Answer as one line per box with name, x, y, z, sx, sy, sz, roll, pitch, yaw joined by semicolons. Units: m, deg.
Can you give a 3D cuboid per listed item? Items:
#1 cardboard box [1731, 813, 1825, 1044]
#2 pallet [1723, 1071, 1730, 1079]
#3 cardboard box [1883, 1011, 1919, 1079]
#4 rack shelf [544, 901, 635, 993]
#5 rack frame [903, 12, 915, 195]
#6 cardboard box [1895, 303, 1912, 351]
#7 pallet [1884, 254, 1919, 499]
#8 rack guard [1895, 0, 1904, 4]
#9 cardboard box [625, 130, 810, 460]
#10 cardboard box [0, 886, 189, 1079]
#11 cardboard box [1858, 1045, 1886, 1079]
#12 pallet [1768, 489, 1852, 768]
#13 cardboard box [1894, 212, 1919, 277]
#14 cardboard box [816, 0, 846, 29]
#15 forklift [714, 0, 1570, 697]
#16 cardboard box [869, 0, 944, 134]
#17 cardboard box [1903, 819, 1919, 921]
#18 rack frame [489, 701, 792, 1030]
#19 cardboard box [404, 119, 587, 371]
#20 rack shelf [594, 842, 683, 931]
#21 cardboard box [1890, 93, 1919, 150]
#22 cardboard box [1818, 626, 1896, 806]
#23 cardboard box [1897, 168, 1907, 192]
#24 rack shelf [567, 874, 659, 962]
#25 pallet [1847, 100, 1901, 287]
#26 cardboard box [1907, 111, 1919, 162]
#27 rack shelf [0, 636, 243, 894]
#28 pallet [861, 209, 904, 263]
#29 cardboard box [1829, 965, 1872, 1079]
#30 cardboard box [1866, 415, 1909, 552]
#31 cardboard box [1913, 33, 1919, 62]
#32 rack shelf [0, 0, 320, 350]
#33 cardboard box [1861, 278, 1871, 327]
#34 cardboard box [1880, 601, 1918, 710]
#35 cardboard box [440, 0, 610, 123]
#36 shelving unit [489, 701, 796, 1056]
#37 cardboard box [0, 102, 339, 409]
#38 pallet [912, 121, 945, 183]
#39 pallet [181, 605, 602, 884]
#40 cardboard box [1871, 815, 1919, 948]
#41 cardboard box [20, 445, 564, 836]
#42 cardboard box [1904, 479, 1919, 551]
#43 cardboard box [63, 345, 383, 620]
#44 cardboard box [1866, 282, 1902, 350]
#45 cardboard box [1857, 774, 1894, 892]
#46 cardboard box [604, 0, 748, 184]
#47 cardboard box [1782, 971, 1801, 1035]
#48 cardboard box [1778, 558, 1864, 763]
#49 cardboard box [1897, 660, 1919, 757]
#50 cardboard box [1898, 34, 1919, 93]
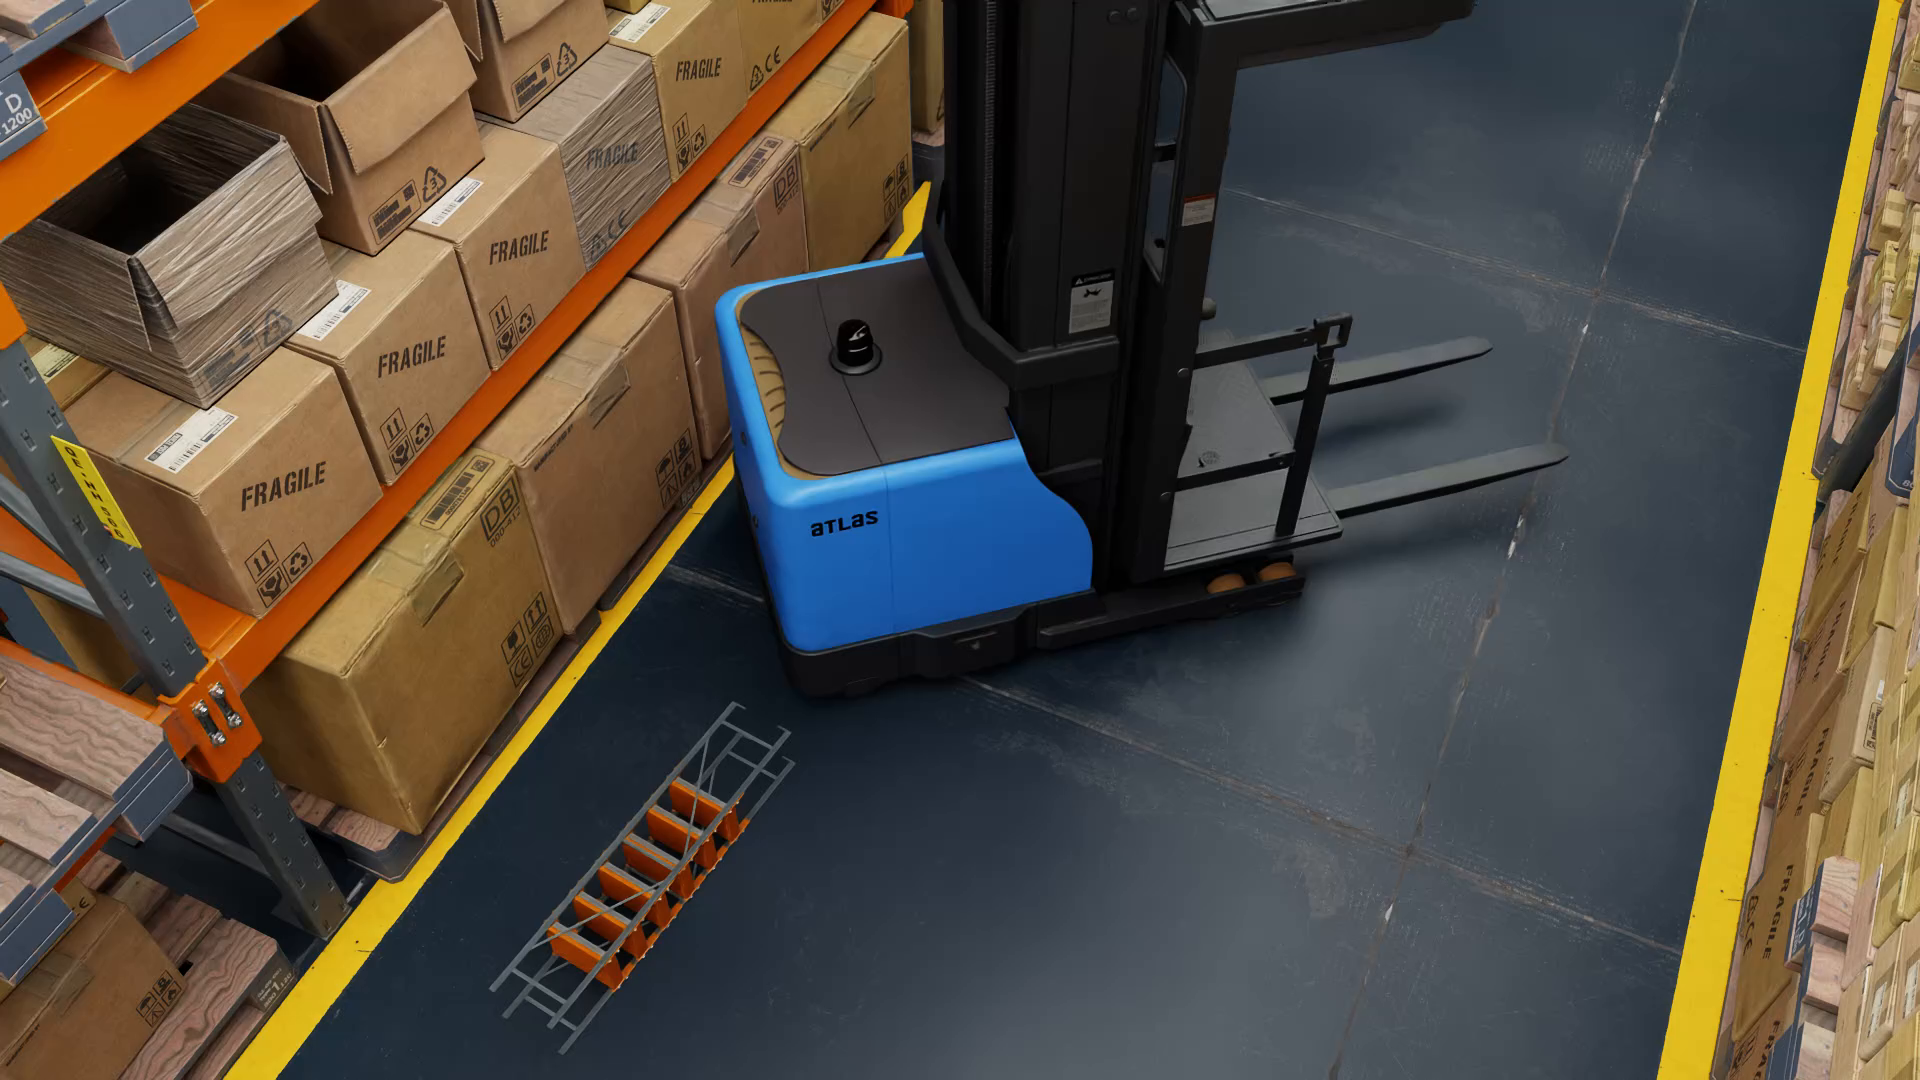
cardboard box;2.528;1.171;4.650;0.500;0.500;0.500;18;52;14
pallet;2.382;2.127;4.302;1.003;0.211;1.213;20;52;16
cardboard box;1.841;1.027;2.906;0.380;0.149;0.250;18;52;15
rack shelf;-1.132;1.240;5.068;0.258;0.180;0.103;25;54;20
rack frame;-0.686;-2.677;6.558;1.000;3.000;0.127;20;52;16
cardboard box;3.672;-0.728;6.106;0.380;0.149;0.250;21;53;17
pallet;3.297;-0.453;4.792;1.003;0.211;1.213;20;52;16
rack guard;5.432;-2.886;8.377;1.175;0.500;0.348;20;52;16
cardboard box;-1.322;-1.062;6.303;1.225;0.875;0.875;18;52;15
cardboard box;-2.663;1.213;4.601;0.700;0.500;0.500;17;52;14
cardboard box;1.846;1.121;3.020;0.380;0.149;0.250;21;53;17
pallet;3.424;0.447;5.731;1.003;0.211;1.213;20;52;16
cardboard box;3.845;-1.091;6.414;0.380;0.149;0.250;19;52;16
cardboard box;-0.639;-2.299;6.171;0.500;0.500;0.500;20;52;16
forklift;0.741;-1.049;5.218;3.031;2.935;1.130;-12;51;-10
cardboard box;-0.332;-2.553;7.572;0.875;0.875;0.875;20;52;16
cardboard box;2.062;0.674;3.206;0.380;0.149;0.250;21;53;17
rack frame;-0.968;0.976;5.173;0.240;0.006;1.200;25;54;20
cardboard box;-1.507;-0.911;4.990;0.500;0.500;0.500;19;52;15
rack shelf;-1.007;1.084;5.200;0.258;0.180;0.103;25;54;20
cardboard box;4.397;-1.833;7.437;0.380;0.149;0.250;17;52;14
cardboard box;2.754;0.577;4.662;0.500;0.250;0.500;22;53;17
cardboard box;4.229;-1.457;7.117;0.380;0.149;0.250;21;53;17
rack shelf;-1.070;1.162;5.134;0.258;0.180;0.103;25;54;20
pallet;4.530;-1.407;7.309;1.003;0.211;1.213;20;52;16
cardboard box;4.163;-1.650;6.890;0.380;0.149;0.250;18;52;15
rack shelf;-3.249;1.688;3.317;1.077;0.370;4.000;20;52;16
pallet;-0.948;-1.218;7.147;1.003;0.211;1.213;20;52;16
cardboard box;1.949;1.046;3.279;0.380;0.149;0.250;20;52;16
cardboard box;3.201;-0.140;5.273;0.500;0.250;0.500;18;52;15
cardboard box;4.608;-2.271;7.613;0.380;0.149;0.250;21;53;17
rack shelf;-1.541;-2.039;4.518;1.077;0.370;4.000;20;52;16
cardboard box;3.856;-0.942;6.678;0.380;0.149;0.250;18;52;15
cardboard box;2.394;0.335;3.884;0.380;0.149;0.250;21;53;17
cardboard box;-1.507;-1.690;4.994;0.797;0.503;0.637;21;53;17
shelving unit;-0.968;1.035;5.242;0.258;0.189;1.200;25;54;20
cardboard box;-2.068;-0.778;4.219;0.797;0.503;0.637;21;53;17
pallet;-0.290;-2.272;8.044;1.003;0.211;1.213;20;52;16
pallet;-1.990;0.463;5.718;1.003;0.211;1.213;20;52;16
cardboard box;2.068;0.755;3.332;0.380;0.149;0.250;21;53;17
cardboard box;-2.081;0.161;5.263;1.225;0.875;0.875;18;52;14
cardboard box;2.618;-0.026;4.192;0.380;0.149;0.250;19;52;15
cardboard box;-1.941;-0.201;4.386;0.500;0.500;0.500;21;53;17
cardboard box;3.707;-0.813;6.373;0.380;0.149;0.250;18;52;14
cardboard box;2.169;0.699;3.575;0.380;0.149;0.250;19;52;16
cardboard box;-1.074;-1.598;5.575;0.500;0.500;0.500;19;52;16
cardboard box;2.307;1.284;4.061;0.500;0.250;0.500;20;53;17
cardboard box;2.975;0.468;5.248;0.500;0.500;0.500;22;53;18
cardboard box;2.284;0.412;3.624;0.380;0.149;0.250;19;52;16
cardboard box;4.605;-2.183;7.734;0.380;0.149;0.250;20;53;17
